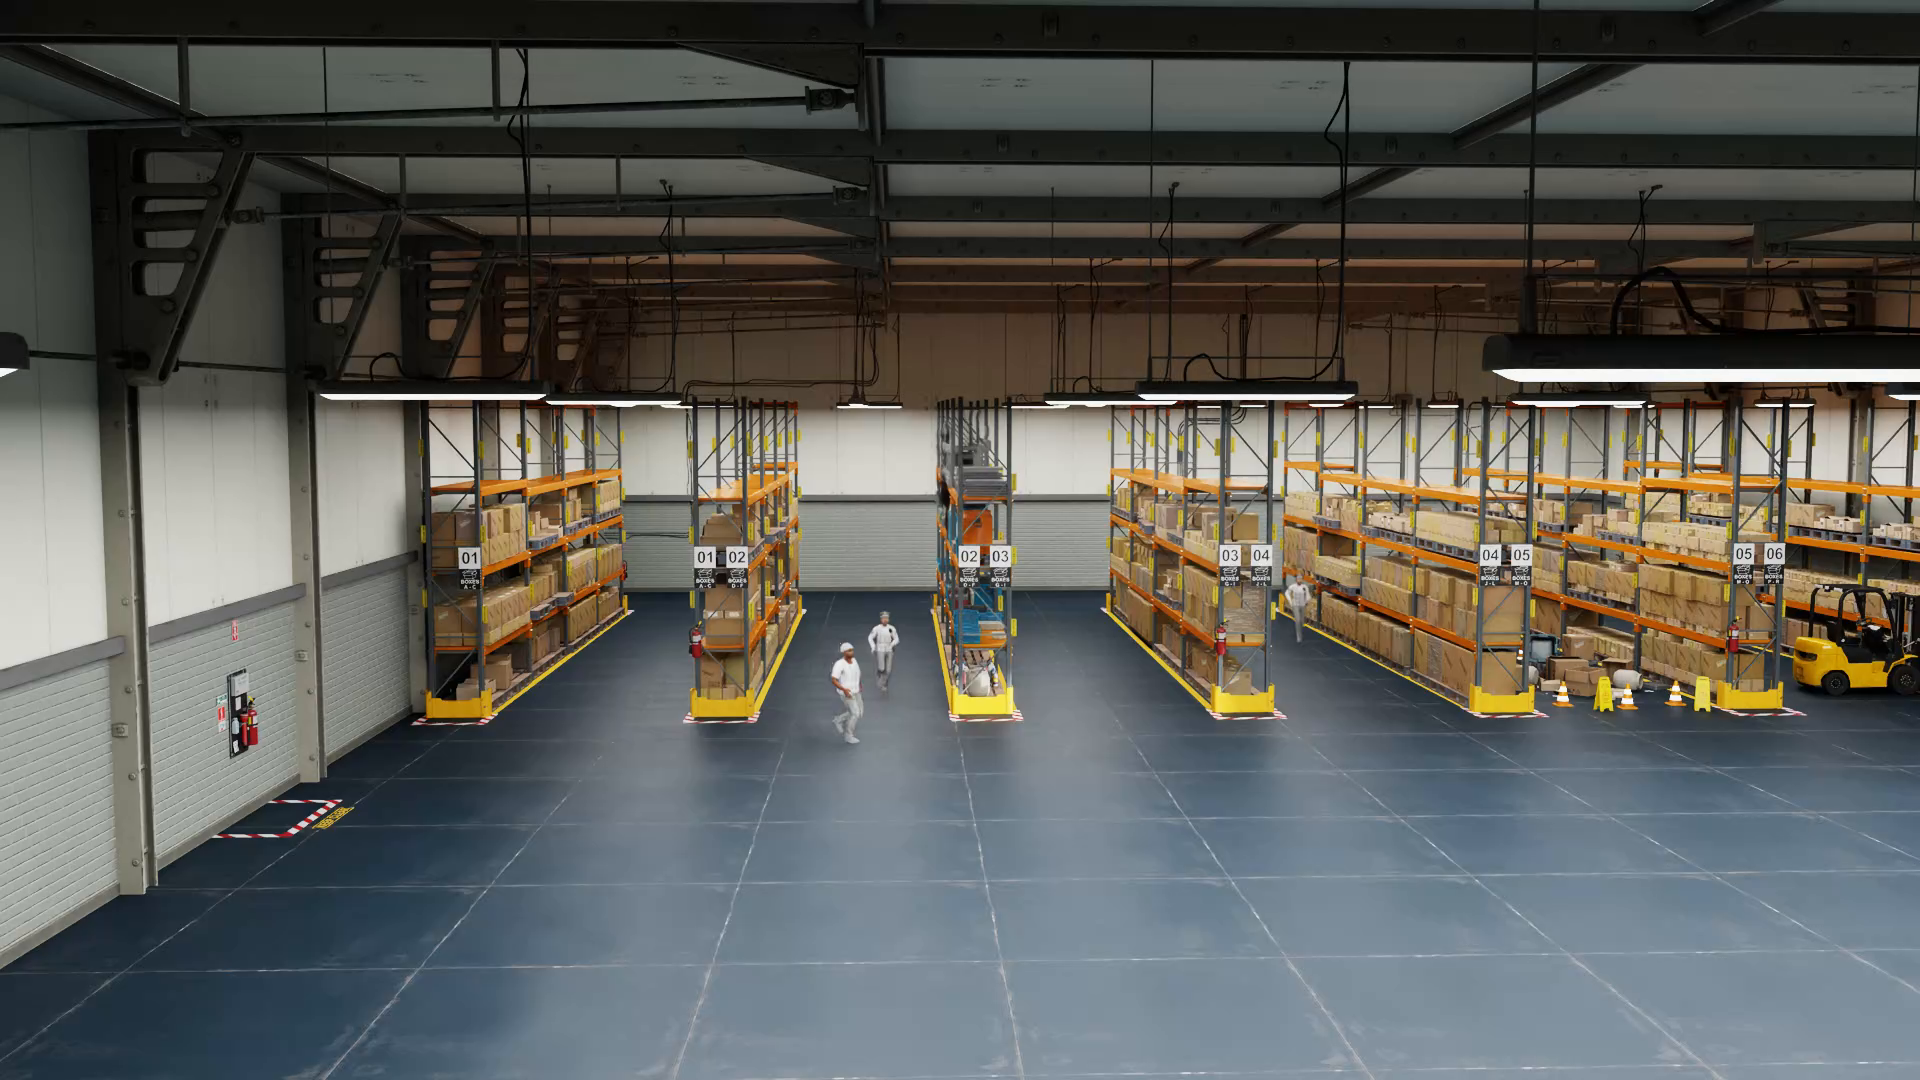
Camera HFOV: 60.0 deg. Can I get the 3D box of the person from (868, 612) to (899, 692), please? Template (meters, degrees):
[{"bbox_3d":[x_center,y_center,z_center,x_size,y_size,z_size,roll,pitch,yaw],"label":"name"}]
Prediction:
[{"bbox_3d":[-1.526,2.276,33.787,0.612,1.650,0.554,-1,4,-11],"label":"person"}]

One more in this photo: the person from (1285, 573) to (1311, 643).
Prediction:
[{"bbox_3d":[8.463,1.674,41.565,0.619,1.698,0.755,0,4,0],"label":"person"}]

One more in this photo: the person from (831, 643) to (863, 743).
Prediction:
[{"bbox_3d":[-1.975,2.638,28.854,0.561,1.732,0.693,2,5,29],"label":"person"}]

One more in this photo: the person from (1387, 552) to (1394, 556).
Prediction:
[{"bbox_3d":[12.655,1.135,49.205,0.581,1.558,0.516,-1,4,-7],"label":"person"}]
